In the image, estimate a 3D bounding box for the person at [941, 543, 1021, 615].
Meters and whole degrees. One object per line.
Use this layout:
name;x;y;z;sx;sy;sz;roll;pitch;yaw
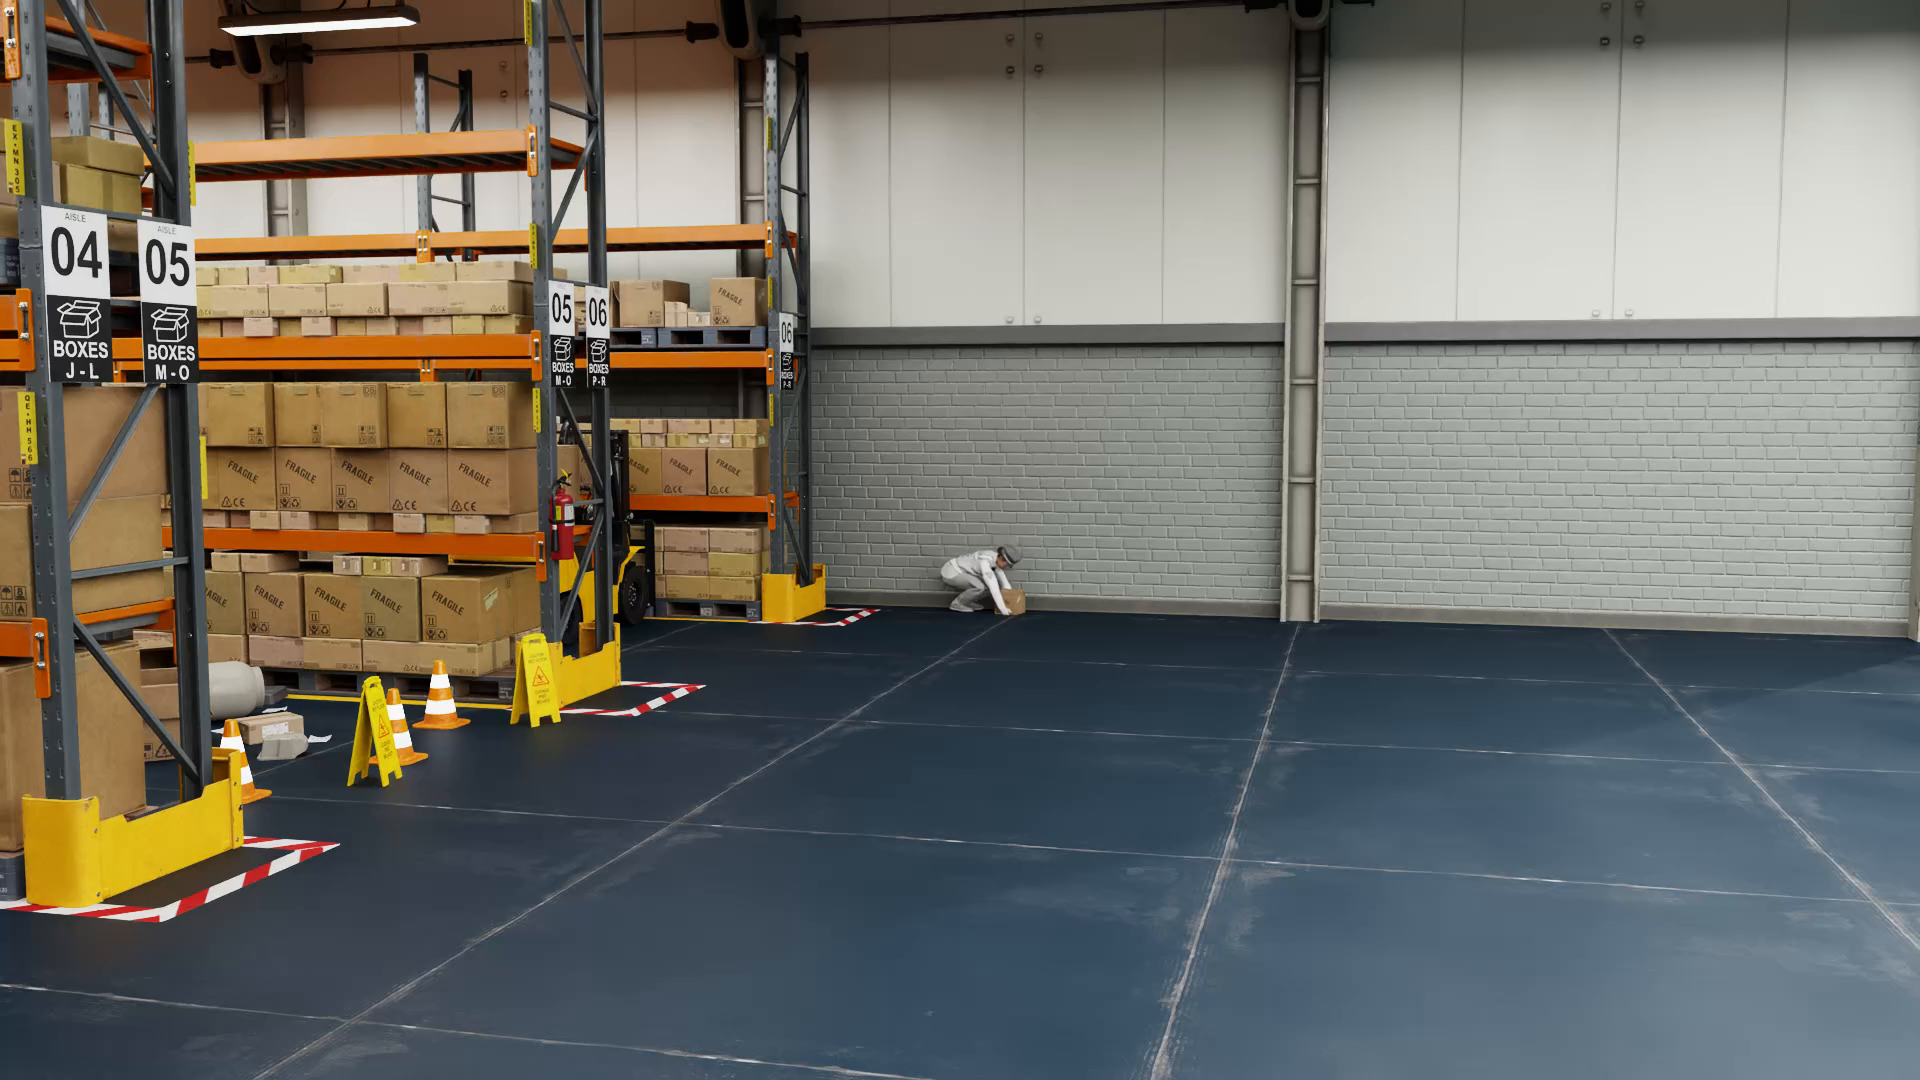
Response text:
person;0.234;0.441;18.141;0.893;0.832;0.473;2;6;26
